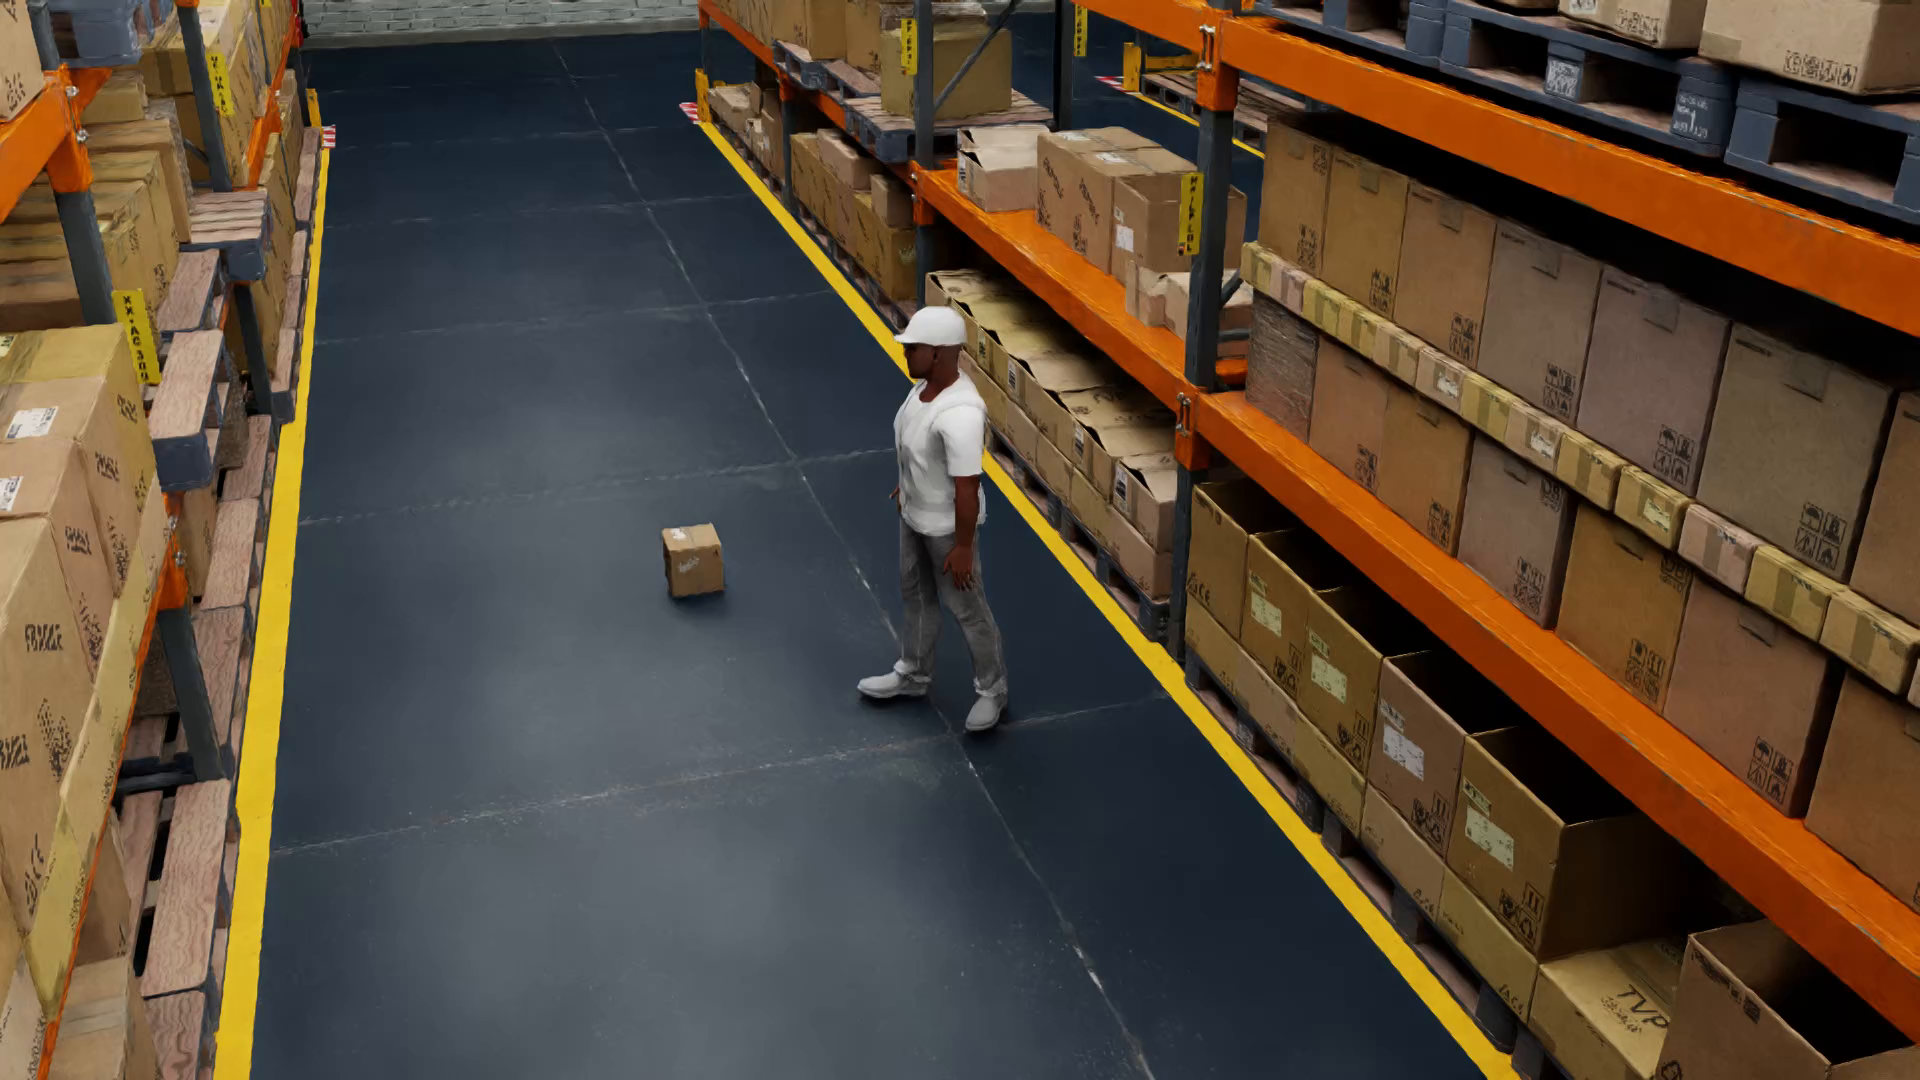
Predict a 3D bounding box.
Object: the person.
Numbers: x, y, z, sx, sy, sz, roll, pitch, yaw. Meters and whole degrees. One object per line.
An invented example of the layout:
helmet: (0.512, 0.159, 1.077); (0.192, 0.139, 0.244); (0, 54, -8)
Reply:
person: (-0.127, -0.106, 6.778); (0.587, 1.768, 0.747); (-9, 28, -18)
